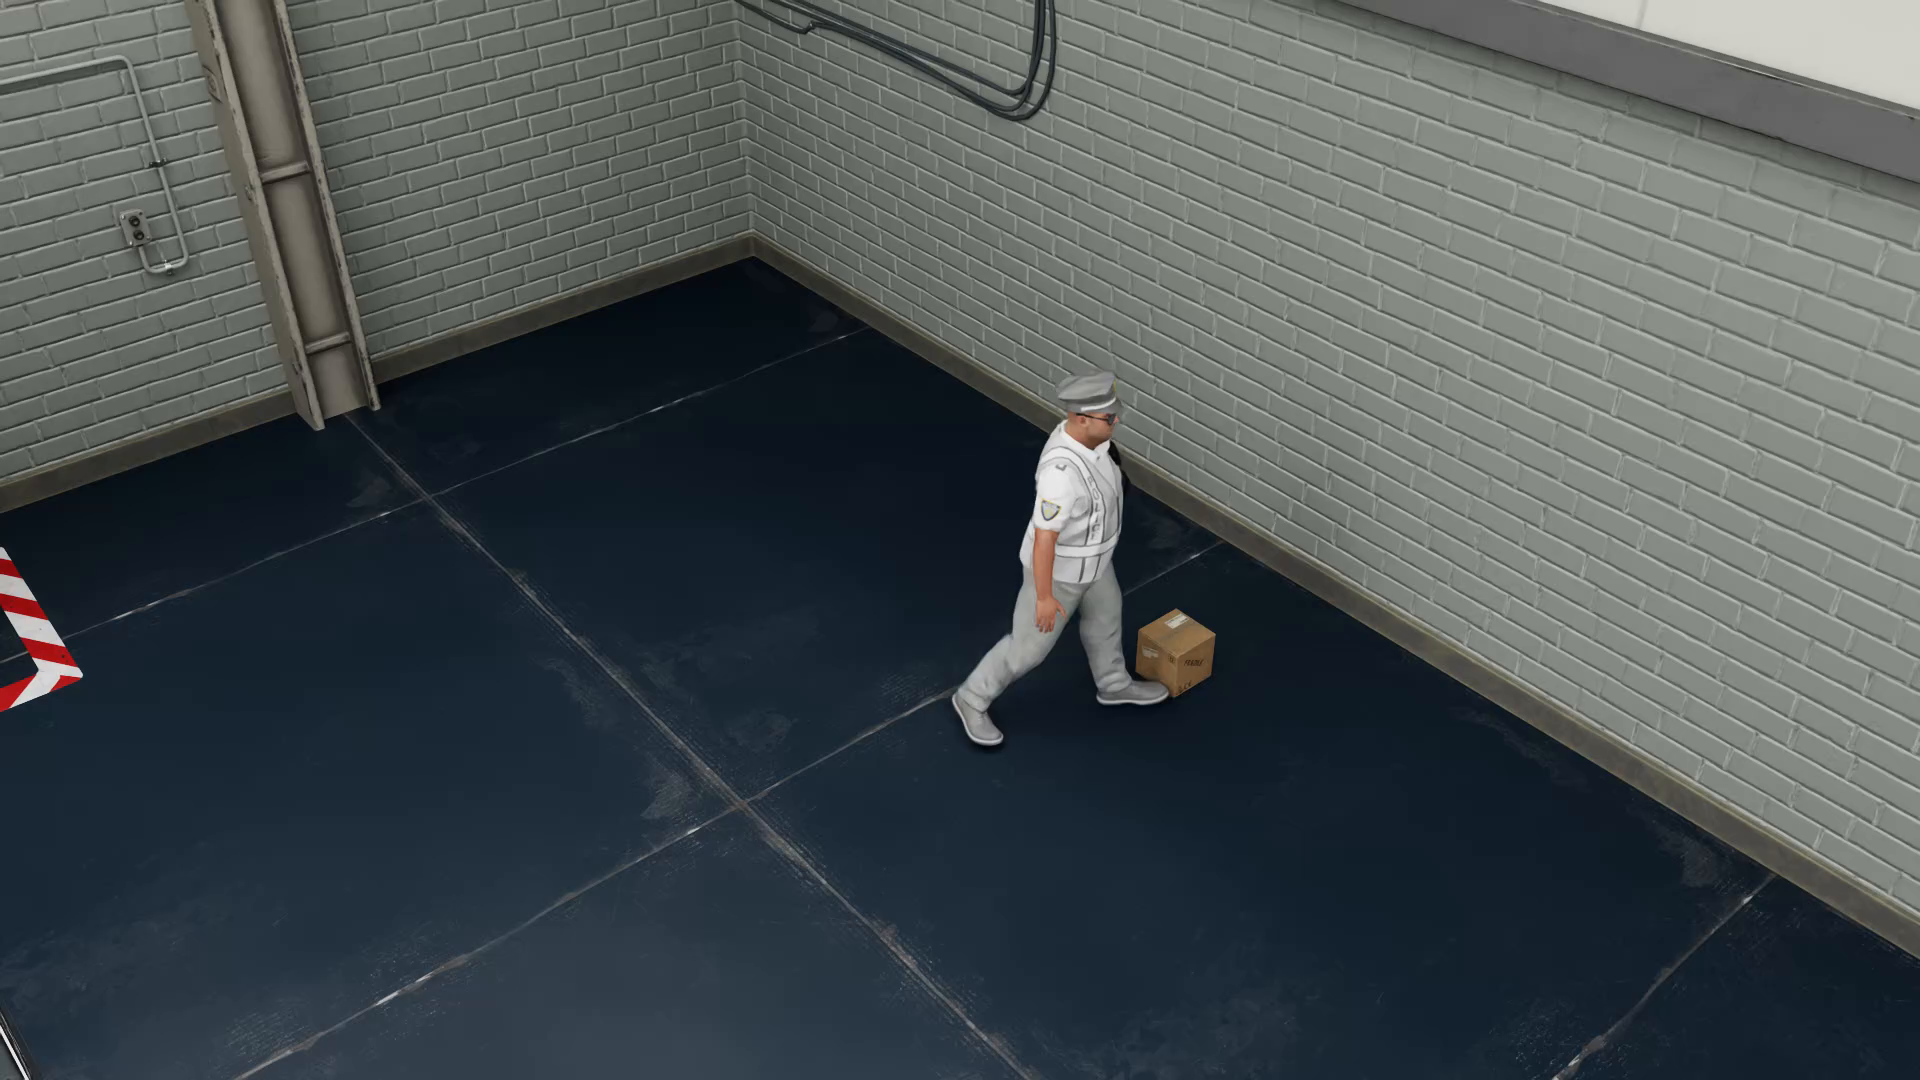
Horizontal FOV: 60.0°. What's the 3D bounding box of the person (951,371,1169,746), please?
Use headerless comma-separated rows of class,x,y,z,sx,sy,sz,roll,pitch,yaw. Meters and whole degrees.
person,0.447,0.067,6.971,0.902,1.729,0.718,10,37,14
